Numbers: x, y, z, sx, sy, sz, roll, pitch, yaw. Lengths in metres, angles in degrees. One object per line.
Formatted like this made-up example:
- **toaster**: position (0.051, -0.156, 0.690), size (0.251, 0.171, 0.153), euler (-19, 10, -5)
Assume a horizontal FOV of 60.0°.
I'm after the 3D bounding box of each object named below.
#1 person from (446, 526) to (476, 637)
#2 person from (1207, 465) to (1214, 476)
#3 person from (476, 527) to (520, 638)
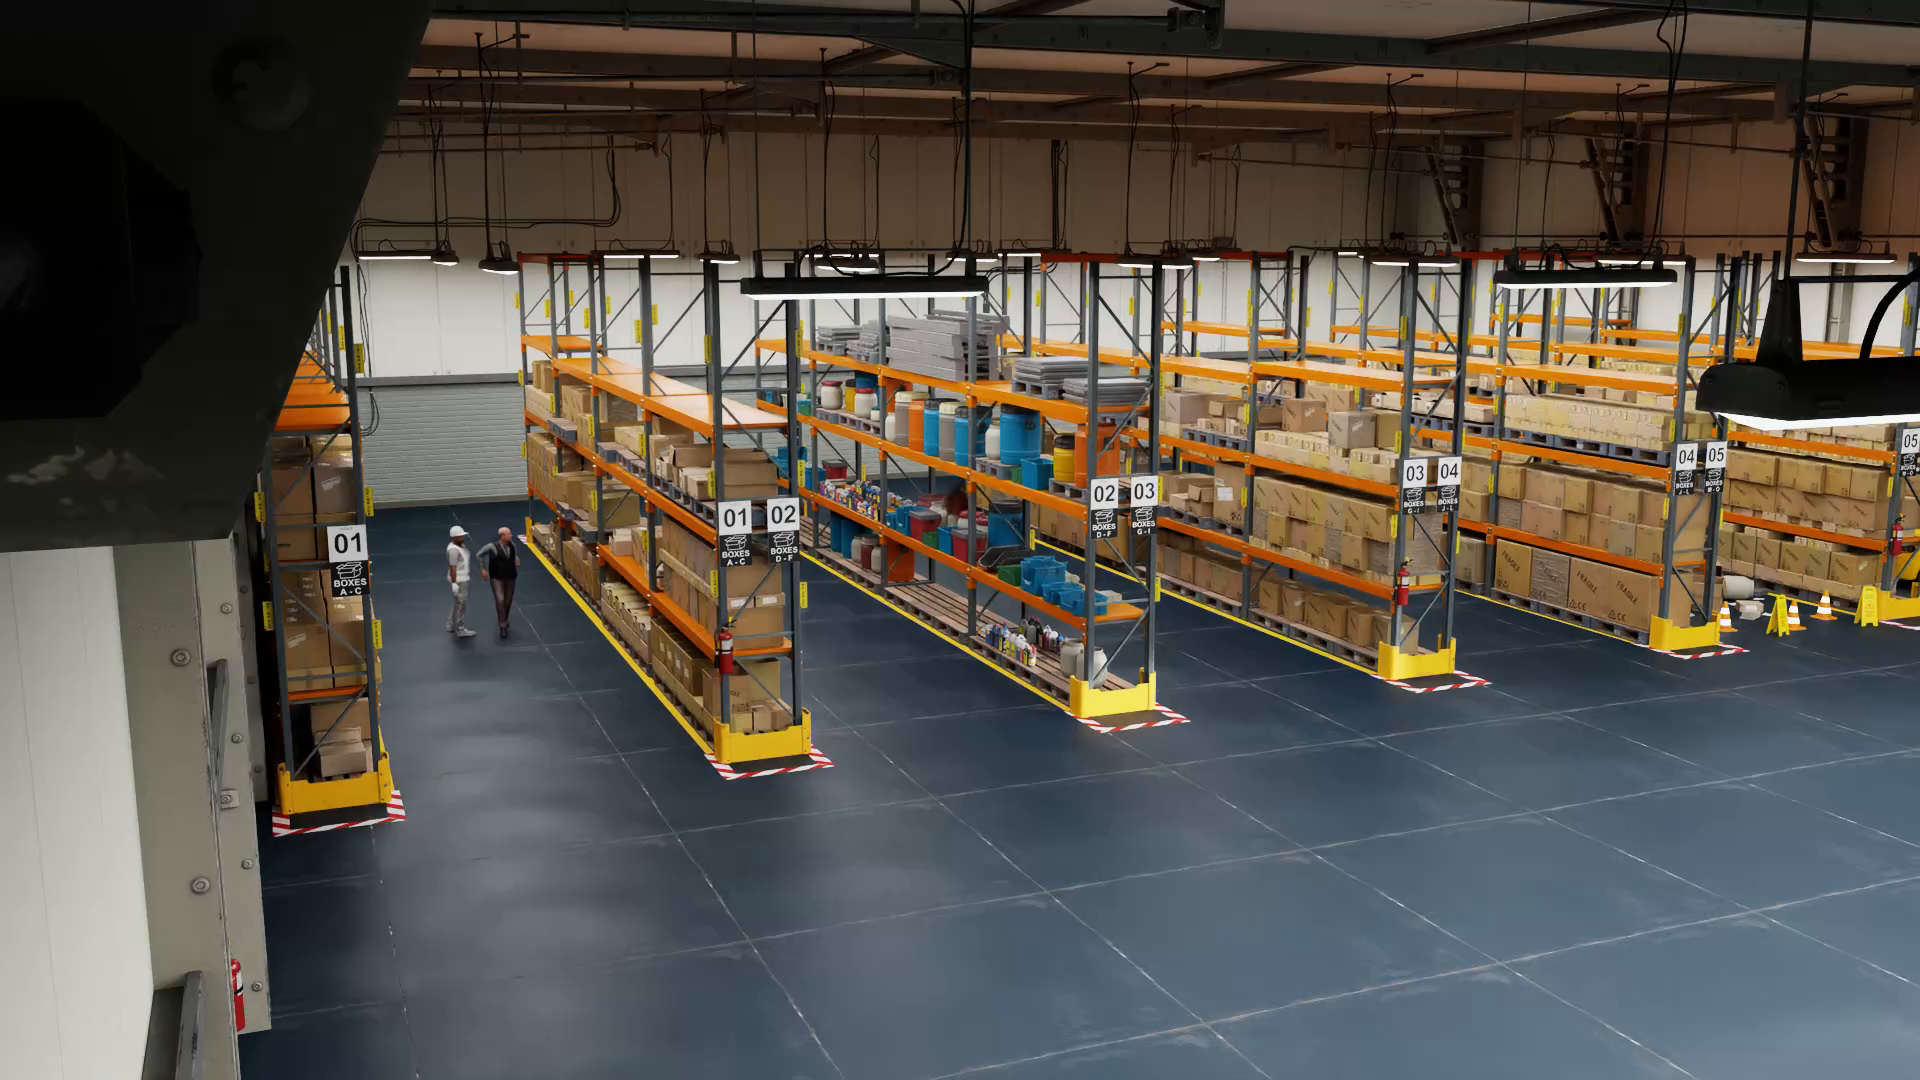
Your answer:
- **person**: position (-7.974, 0.650, 26.447), size (0.446, 1.789, 0.571), euler (-6, 12, -28)
- **person**: position (6.516, -2.223, 42.255), size (0.653, 1.747, 0.568), euler (-4, 11, -23)
- **person**: position (-7.374, 0.636, 26.639), size (0.692, 1.694, 0.995), euler (-5, 11, -24)
